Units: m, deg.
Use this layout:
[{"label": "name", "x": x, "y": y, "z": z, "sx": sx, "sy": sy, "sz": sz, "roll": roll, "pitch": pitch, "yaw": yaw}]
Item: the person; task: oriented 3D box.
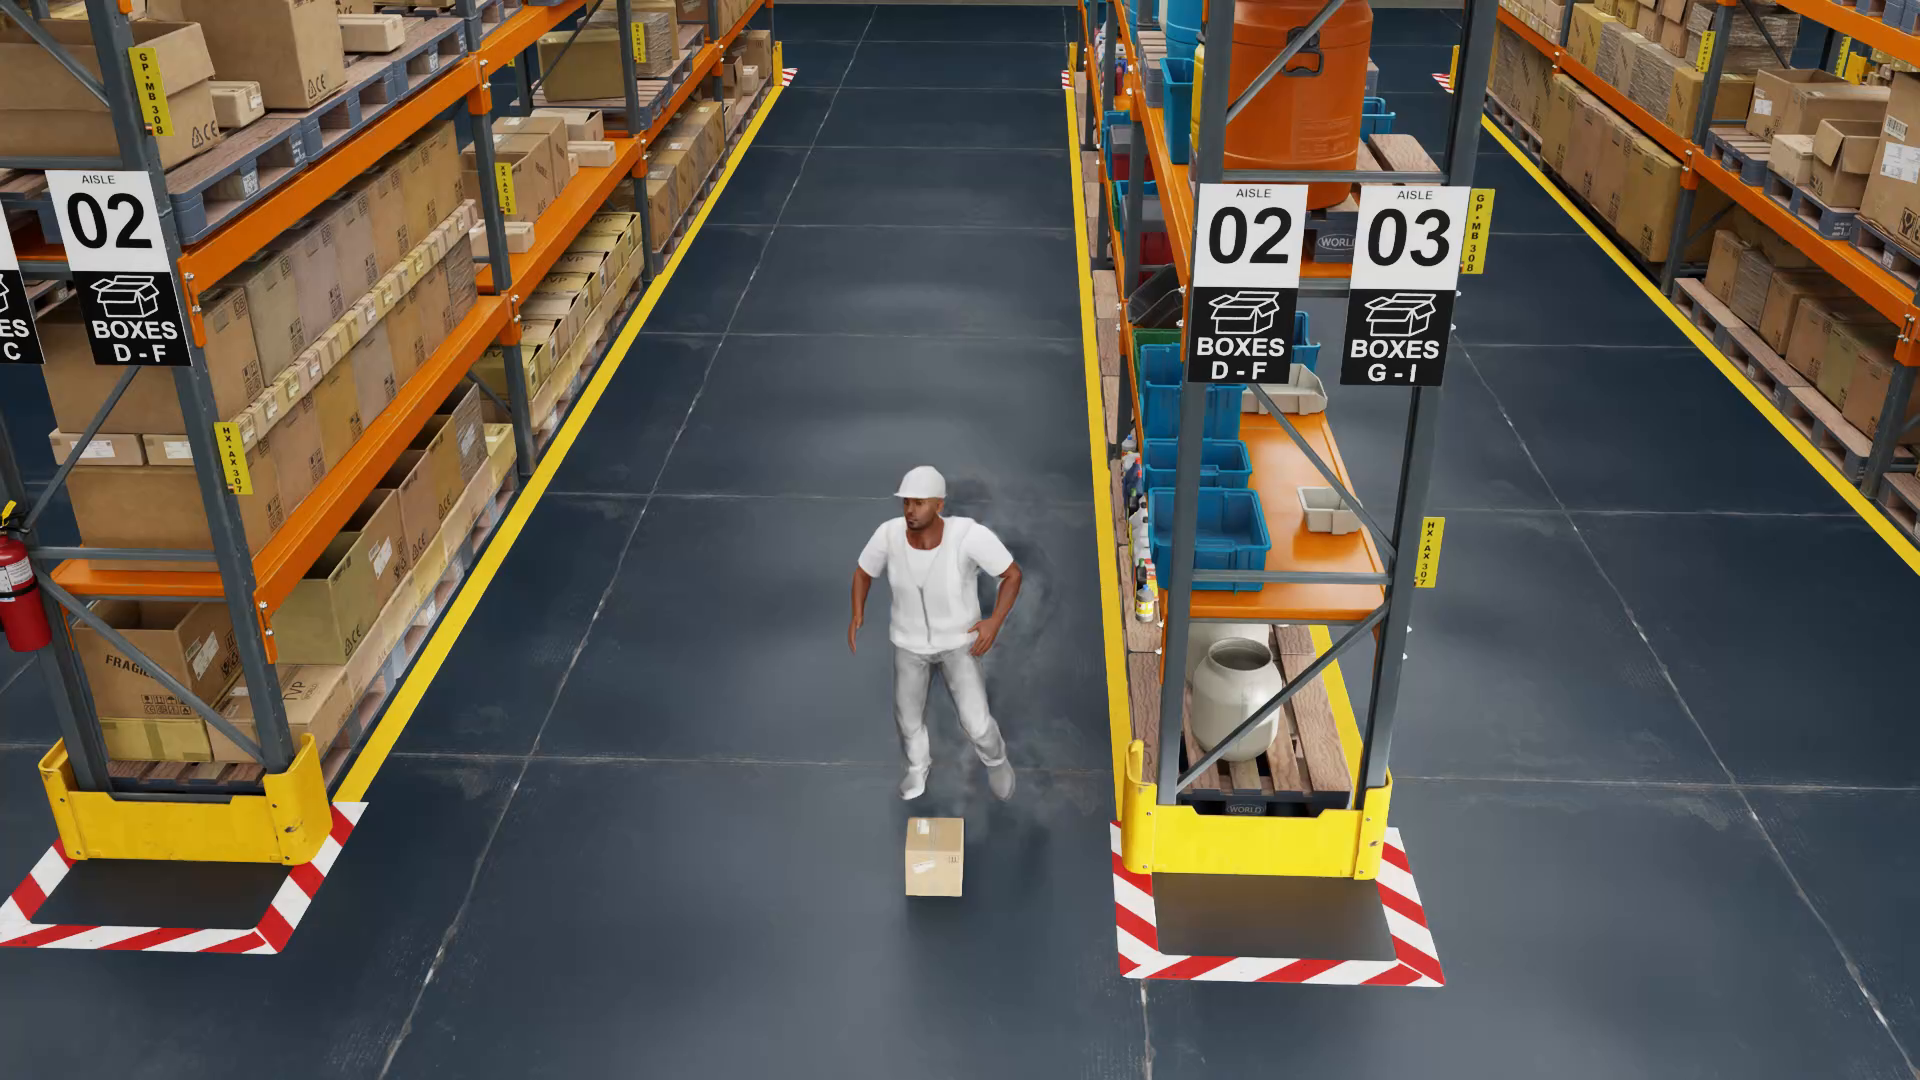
[{"label": "person", "x": -0.129, "y": 0.493, "z": 7.711, "sx": 0.804, "sy": 1.720, "sz": 0.552, "roll": 3, "pitch": 28, "yaw": 6}]
